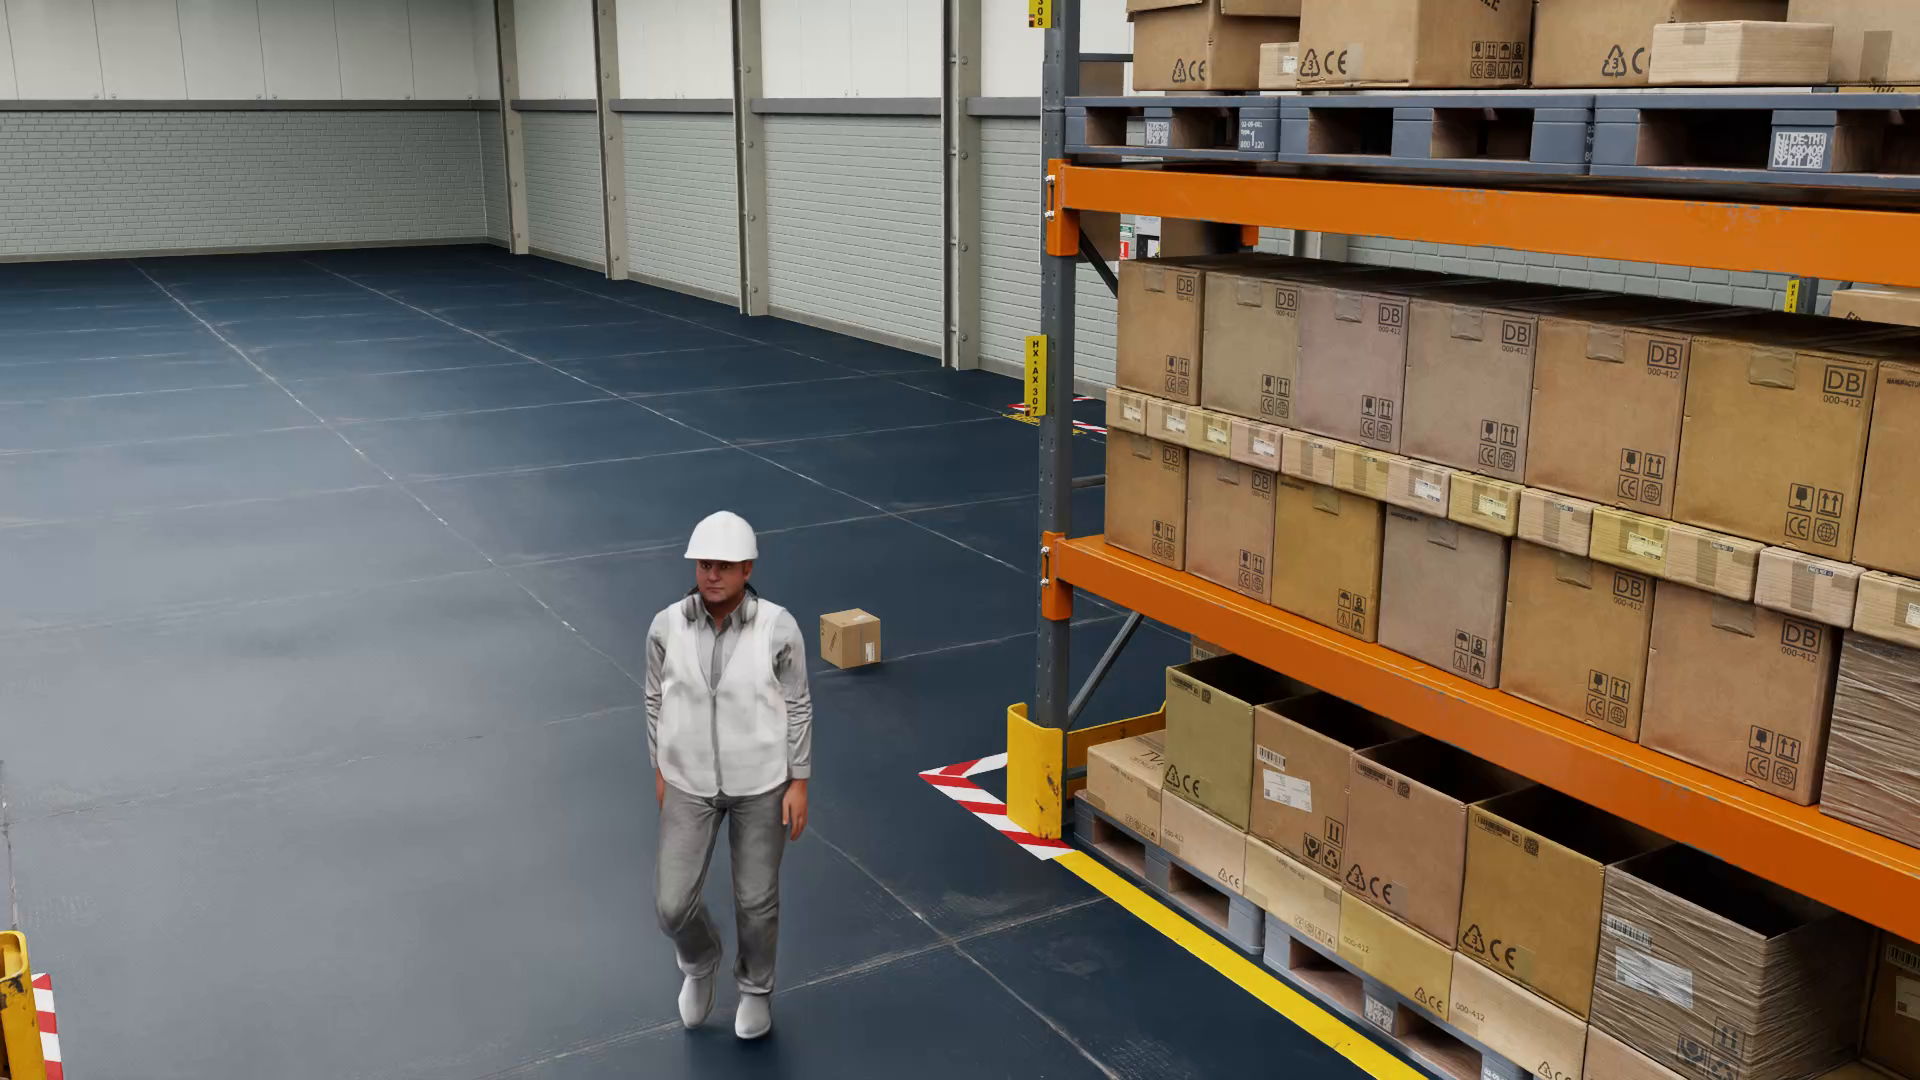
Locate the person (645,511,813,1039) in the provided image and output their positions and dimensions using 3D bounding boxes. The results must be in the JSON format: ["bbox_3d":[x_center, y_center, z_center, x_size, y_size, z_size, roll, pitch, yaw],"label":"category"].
[{"bbox_3d":[-0.750,0.798,5.374,0.550,1.795,0.450,0,15,0],"label":"person"}]
